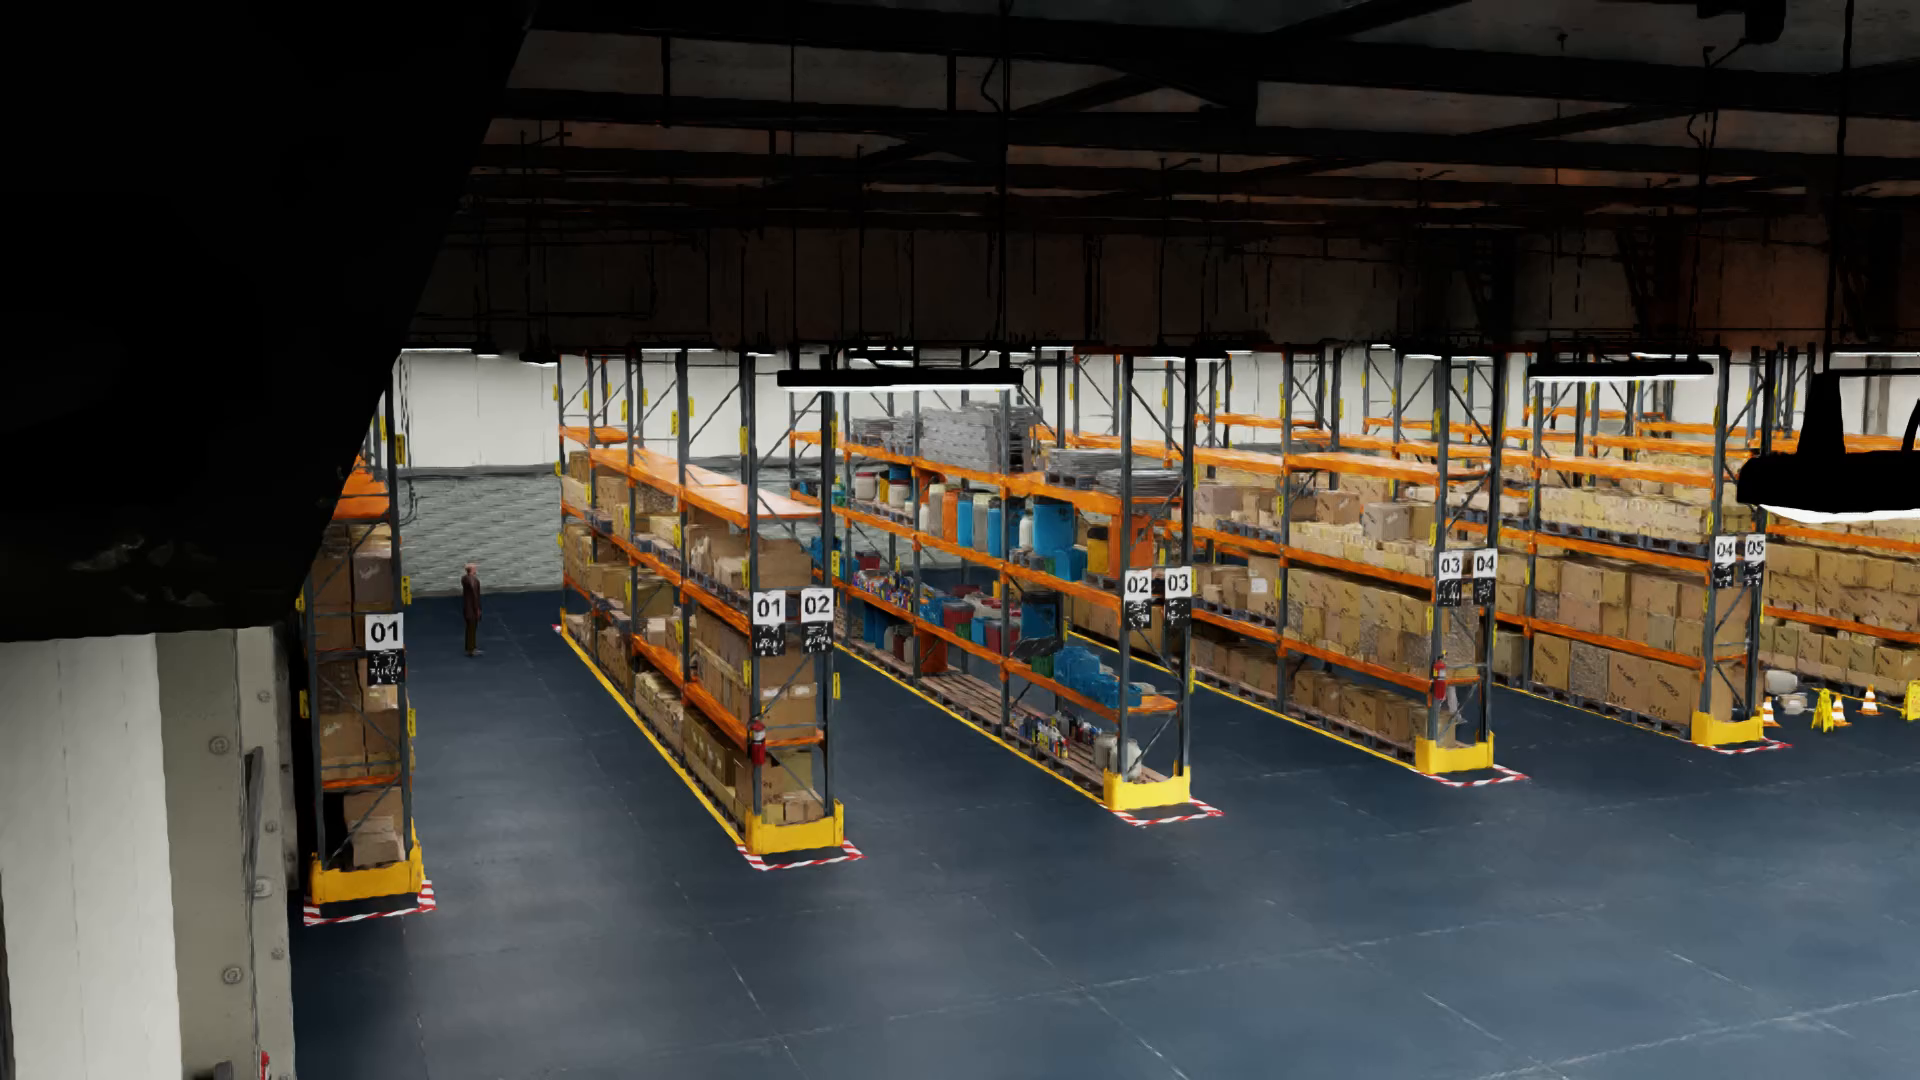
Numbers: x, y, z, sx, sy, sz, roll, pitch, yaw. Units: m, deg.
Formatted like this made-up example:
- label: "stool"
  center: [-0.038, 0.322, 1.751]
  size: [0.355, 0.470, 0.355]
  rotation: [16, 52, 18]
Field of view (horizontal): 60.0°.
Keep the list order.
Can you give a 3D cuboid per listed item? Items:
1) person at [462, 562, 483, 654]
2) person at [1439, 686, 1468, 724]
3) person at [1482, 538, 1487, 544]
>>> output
- label: "person"
  center: [-9.507, 1.309, 32.463]
  size: [0.444, 1.782, 0.674]
  rotation: [-5, 9, -34]
- label: "person"
  center: [7.984, 2.073, 26.901]
  size: [0.540, 1.676, 1.130]
  rotation: [-3, 8, -23]
- label: "person"
  center: [11.453, 0.836, 36.232]
  size: [0.595, 1.783, 0.683]
  rotation: [0, 7, -2]
